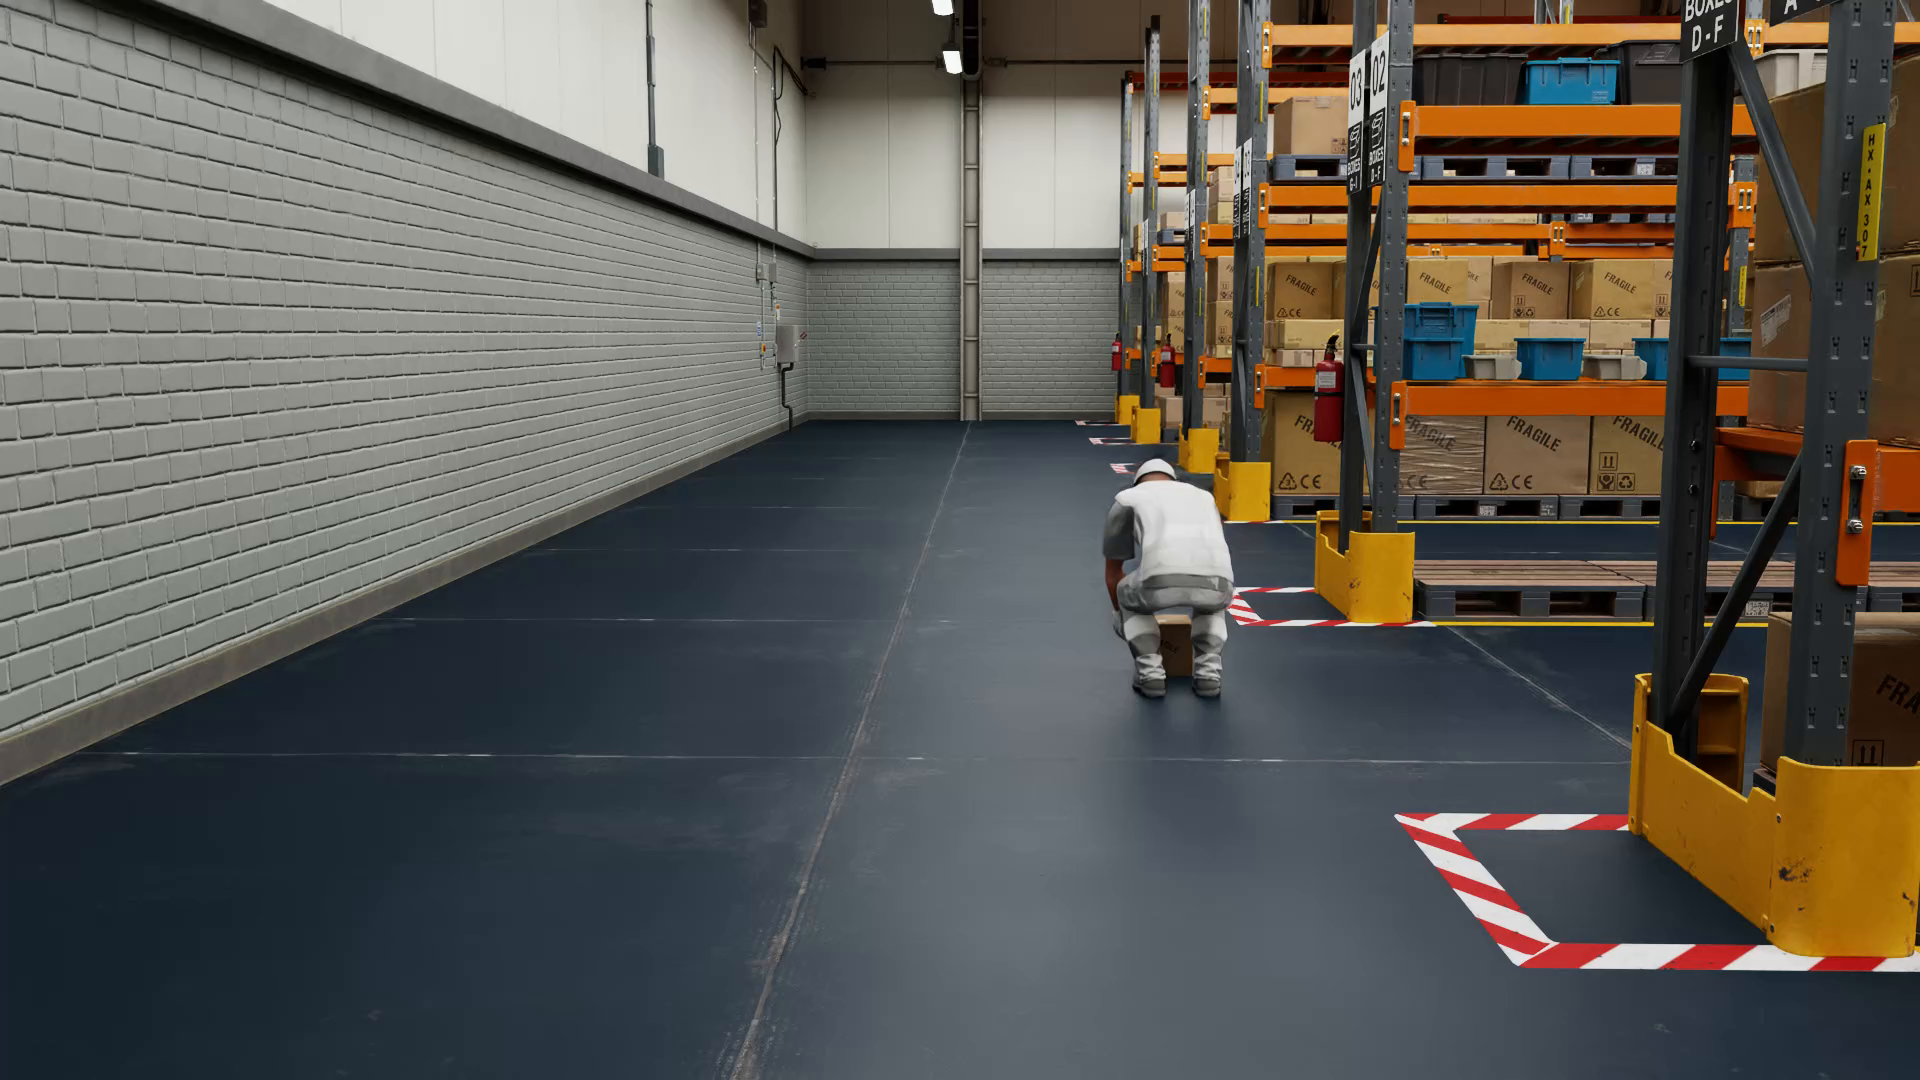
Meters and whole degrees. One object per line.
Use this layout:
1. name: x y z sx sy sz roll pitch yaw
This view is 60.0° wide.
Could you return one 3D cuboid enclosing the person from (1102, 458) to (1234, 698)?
1. person: 0.939 0.164 7.487 0.577 1.017 0.874 0 7 1
